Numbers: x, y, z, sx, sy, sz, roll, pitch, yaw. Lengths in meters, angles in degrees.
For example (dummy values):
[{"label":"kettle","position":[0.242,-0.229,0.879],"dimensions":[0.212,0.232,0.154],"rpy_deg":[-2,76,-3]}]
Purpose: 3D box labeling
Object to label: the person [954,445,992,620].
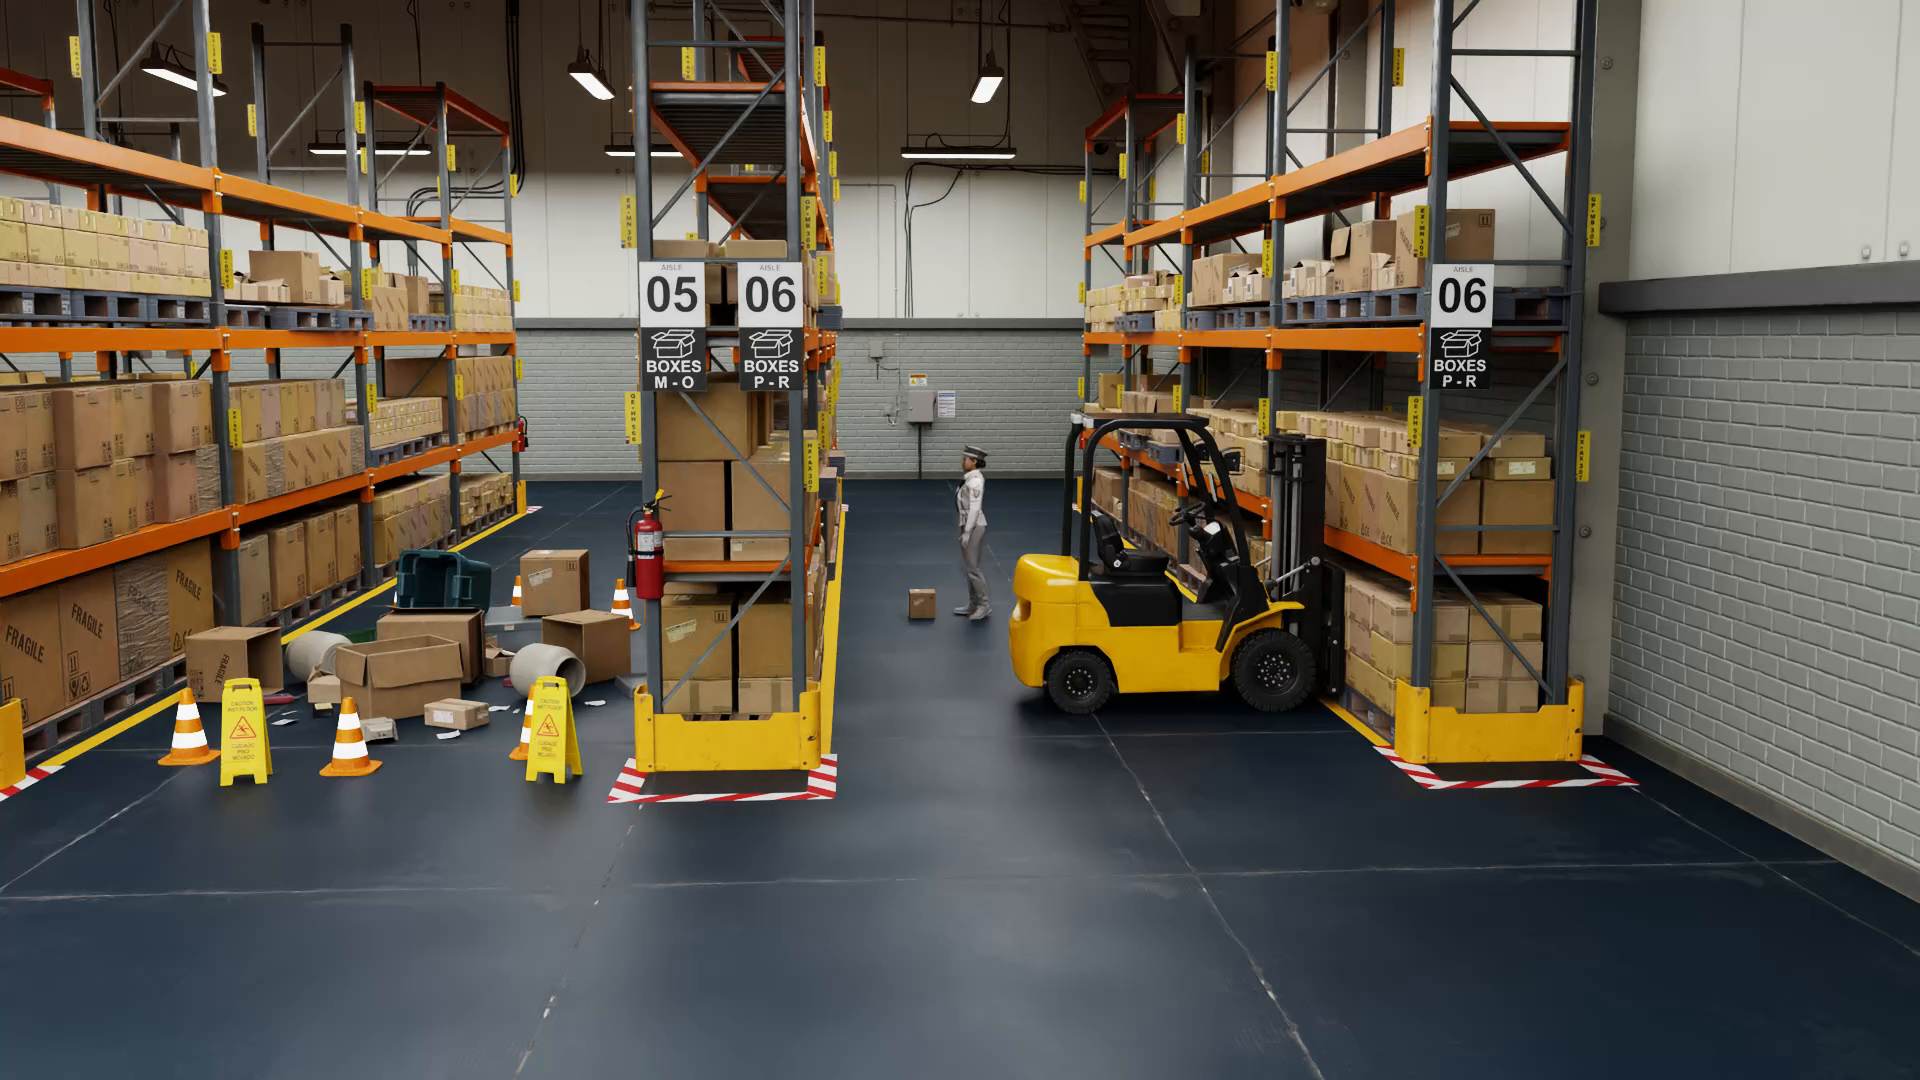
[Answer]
[{"label":"person","position":[0.126,-0.082,16.348],"dimensions":[0.369,1.713,0.485],"rpy_deg":[0,7,-3]}]
